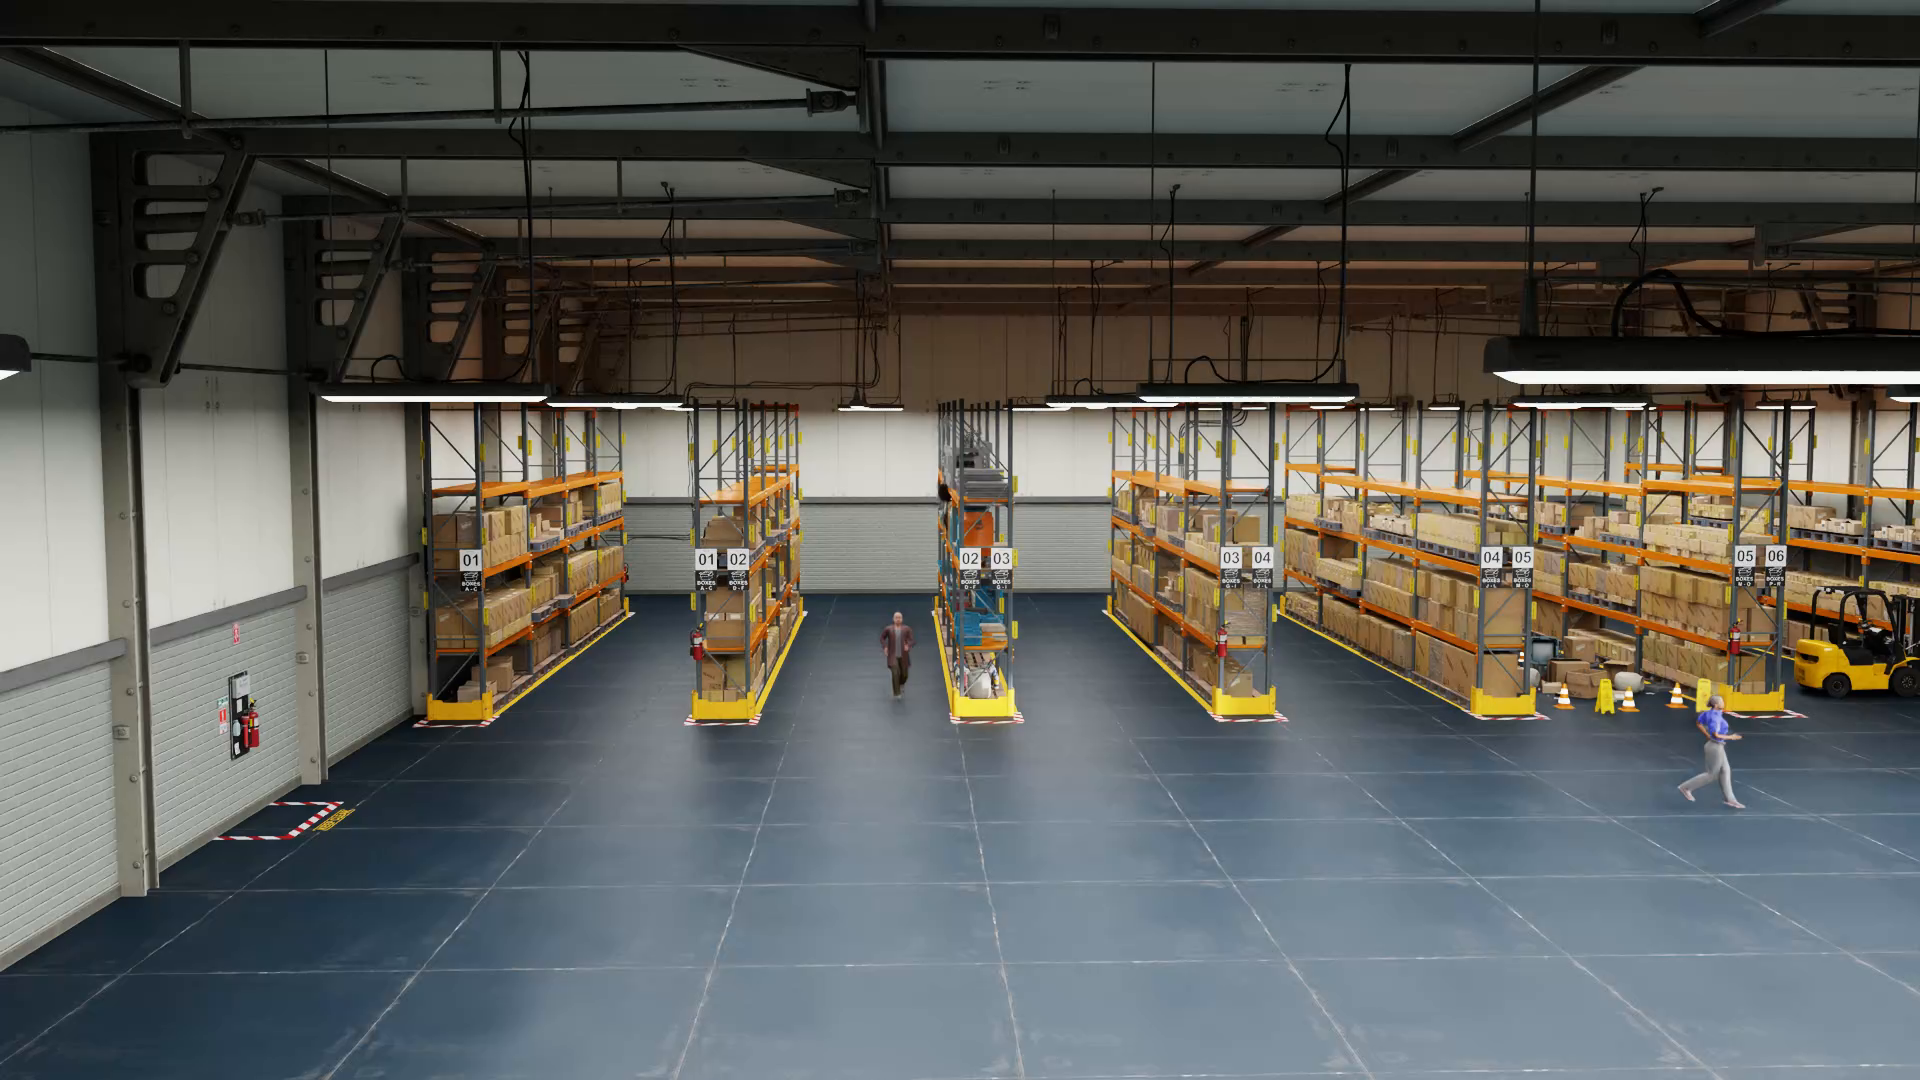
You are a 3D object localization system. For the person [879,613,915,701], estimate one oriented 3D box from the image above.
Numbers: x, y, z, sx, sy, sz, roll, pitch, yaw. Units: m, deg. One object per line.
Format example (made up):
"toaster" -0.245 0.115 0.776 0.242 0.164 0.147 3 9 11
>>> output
"person" -1.245 2.320 33.373 0.696 1.736 0.833 0 4 -7

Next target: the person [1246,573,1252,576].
"person" 7.940 1.290 47.215 0.757 1.678 0.574 0 4 6

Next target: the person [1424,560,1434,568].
"person" 13.846 1.198 49.231 0.594 1.568 0.538 0 4 -3

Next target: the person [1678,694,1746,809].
"person" 10.913 3.066 24.088 0.920 1.642 0.581 1 5 18
